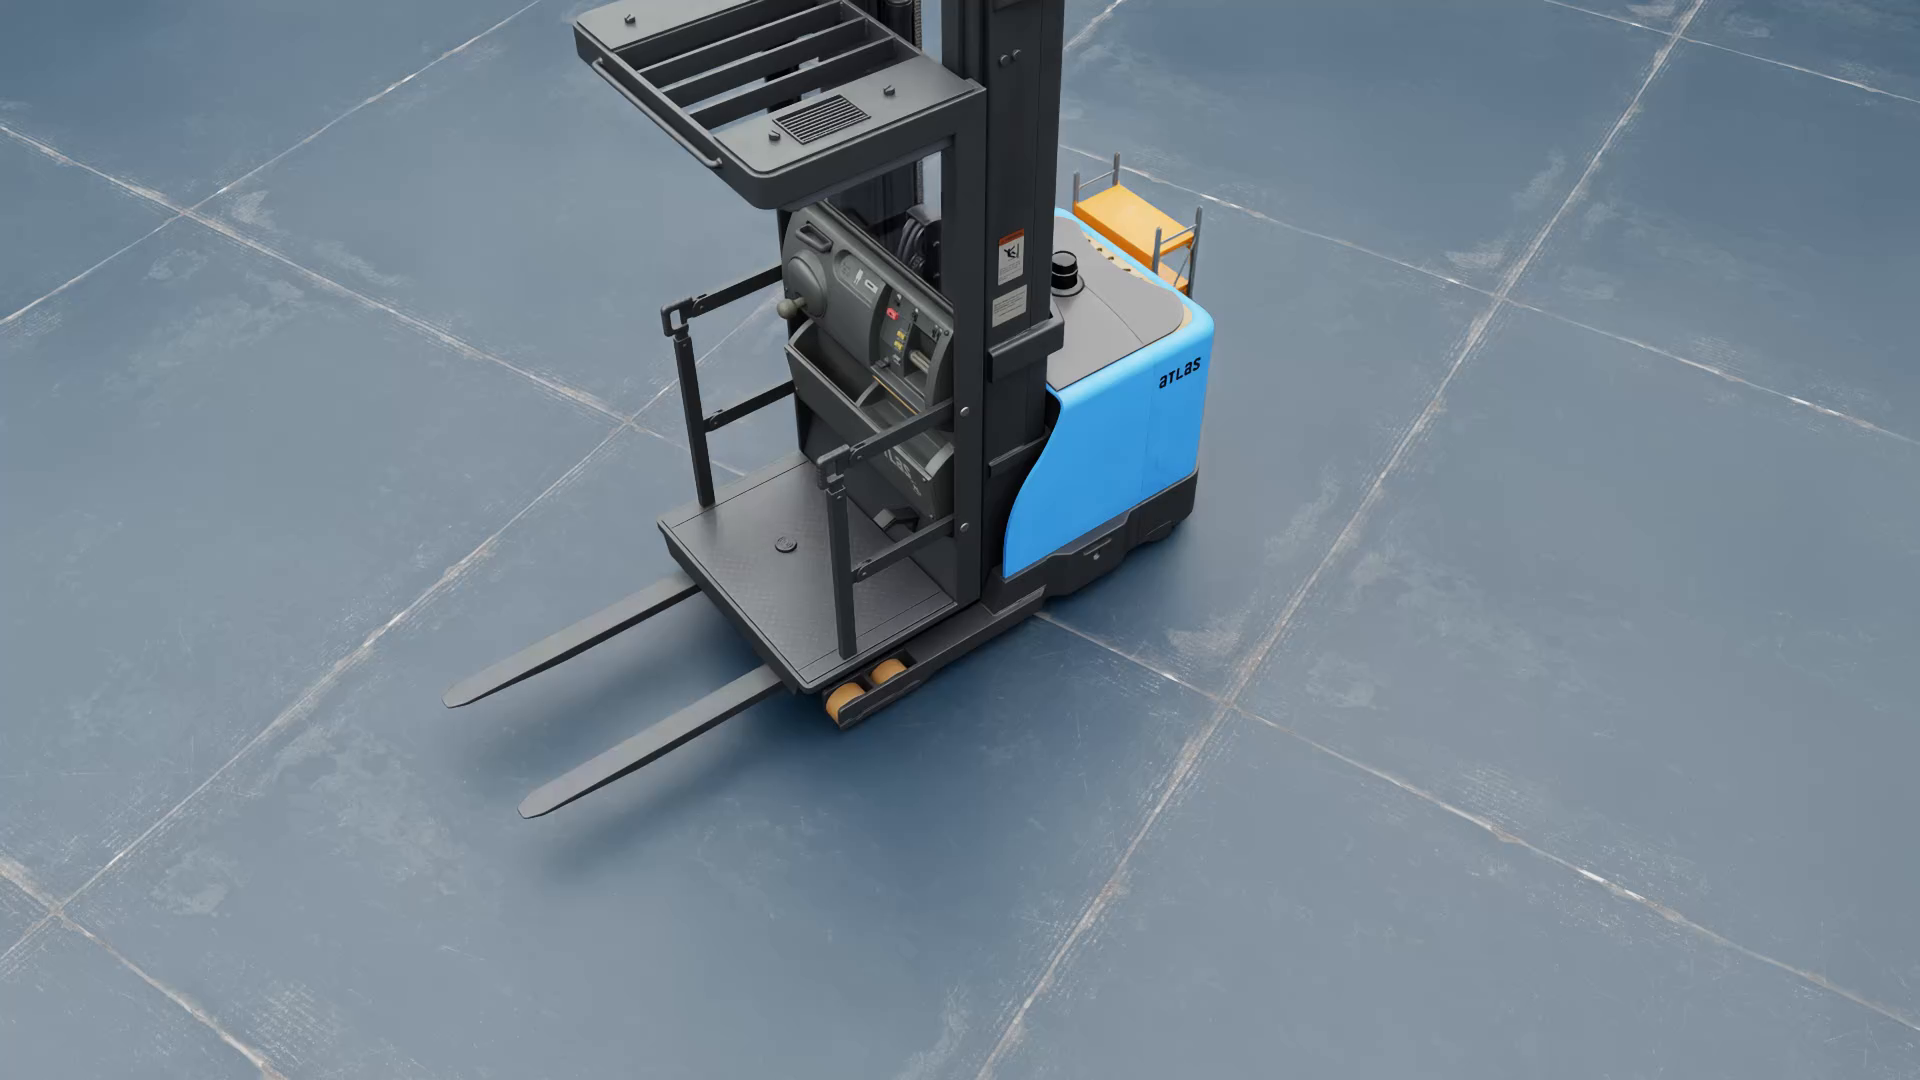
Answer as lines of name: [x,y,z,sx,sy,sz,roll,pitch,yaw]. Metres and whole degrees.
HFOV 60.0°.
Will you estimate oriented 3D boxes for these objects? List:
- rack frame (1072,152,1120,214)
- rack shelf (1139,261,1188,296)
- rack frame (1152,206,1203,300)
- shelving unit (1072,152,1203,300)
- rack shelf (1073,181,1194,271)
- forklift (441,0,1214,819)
rack frame: [0.563,-1.124,7.227,0.240,1.200,0.015,-29,53,-25]
rack shelf: [0.713,-1.095,6.981,0.258,0.148,0.480,-29,53,-25]
rack frame: [0.864,-0.849,6.959,0.240,1.200,0.015,-29,53,-25]
shelving unit: [0.713,-0.986,7.093,0.258,1.200,0.503,-29,53,-25]
rack shelf: [0.712,-1.260,6.811,0.258,0.148,0.480,-29,53,-25]
forklift: [-0.497,-0.752,5.658,3.031,2.935,1.130,-29,52,-25]
